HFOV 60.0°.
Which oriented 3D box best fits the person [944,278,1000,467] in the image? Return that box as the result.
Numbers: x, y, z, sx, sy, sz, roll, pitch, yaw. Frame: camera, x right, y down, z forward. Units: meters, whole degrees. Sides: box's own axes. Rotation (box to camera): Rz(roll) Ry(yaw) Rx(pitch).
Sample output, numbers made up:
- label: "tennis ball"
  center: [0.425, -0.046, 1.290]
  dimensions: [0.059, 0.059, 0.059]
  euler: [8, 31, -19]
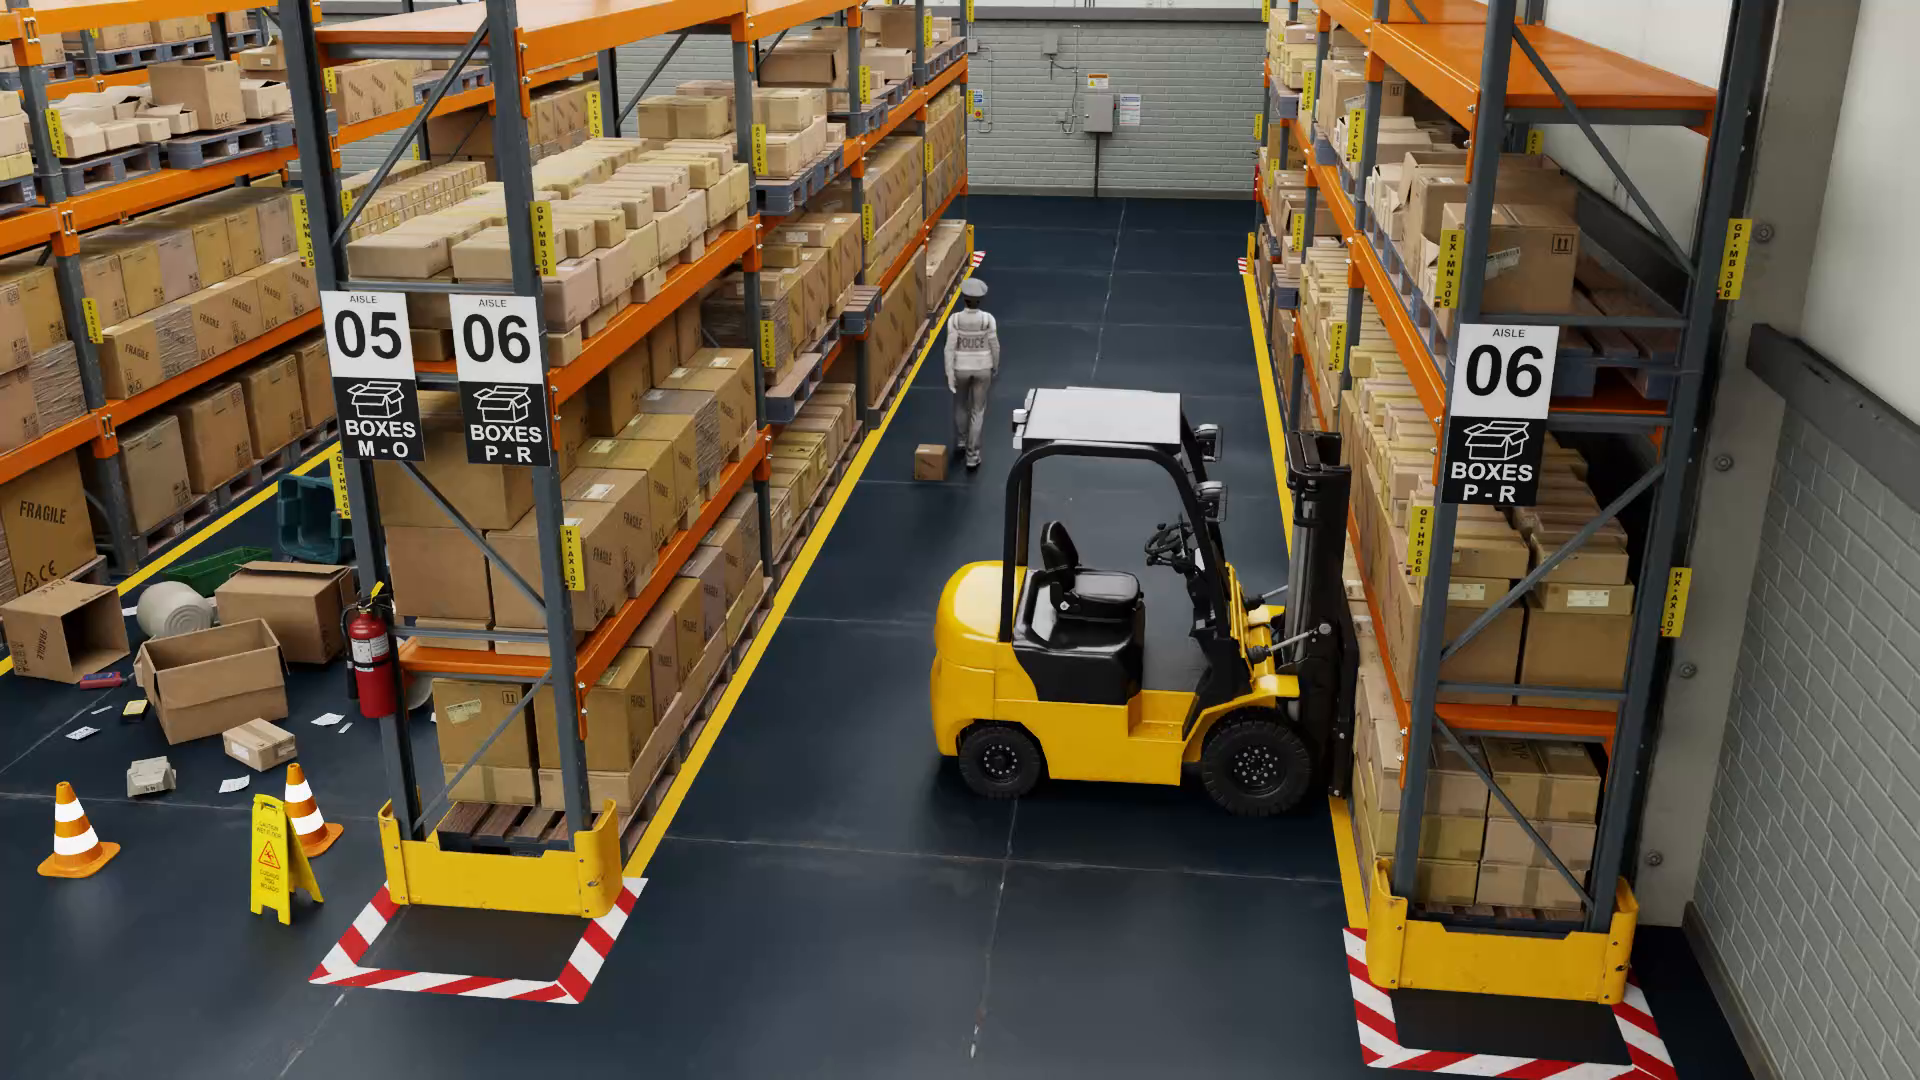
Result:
- label: "person"
  center: [0.122, -1.533, 14.975]
  dimensions: [0.482, 1.701, 0.784]
  euler: [2, 21, 6]
